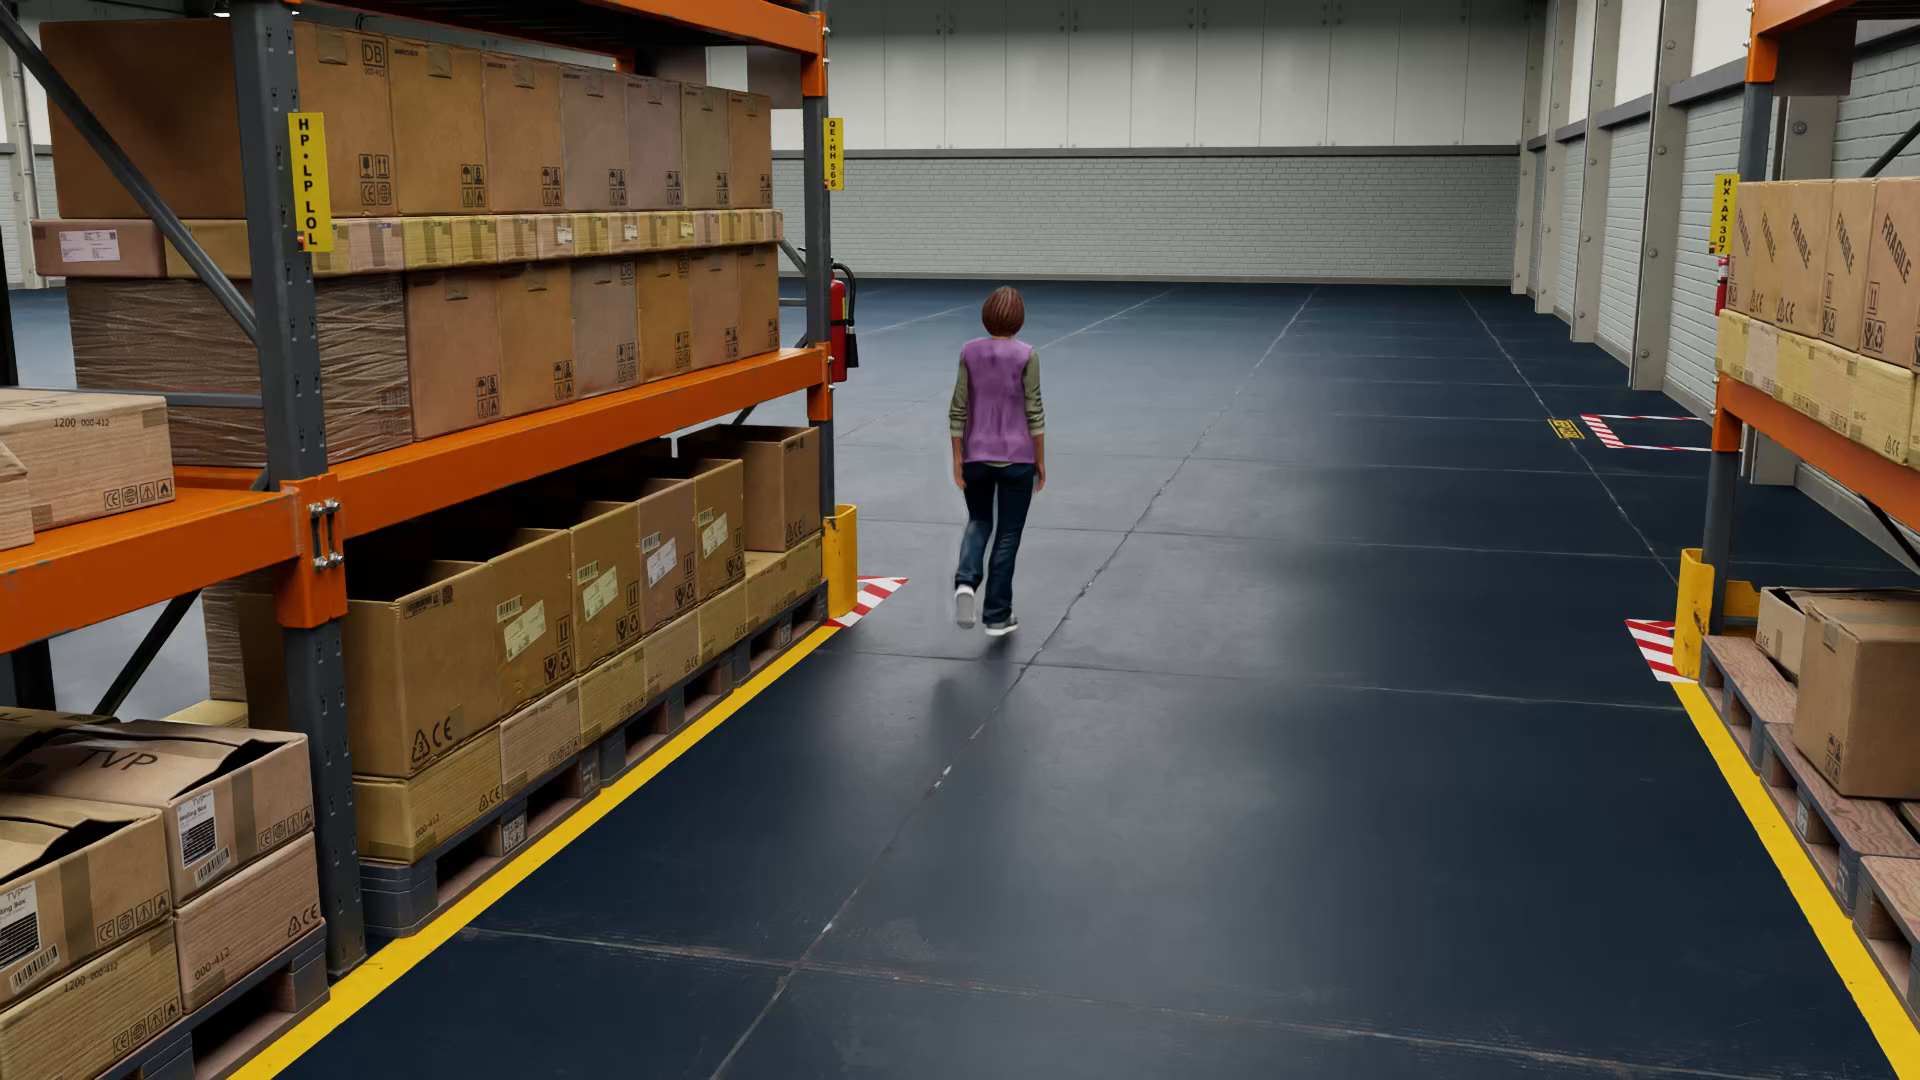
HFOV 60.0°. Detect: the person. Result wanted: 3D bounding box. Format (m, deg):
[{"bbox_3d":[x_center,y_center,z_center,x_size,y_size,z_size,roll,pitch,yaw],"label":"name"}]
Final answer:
[{"bbox_3d":[0.159,-0.345,7.525,0.425,1.591,0.442,4,13,20],"label":"person"}]
